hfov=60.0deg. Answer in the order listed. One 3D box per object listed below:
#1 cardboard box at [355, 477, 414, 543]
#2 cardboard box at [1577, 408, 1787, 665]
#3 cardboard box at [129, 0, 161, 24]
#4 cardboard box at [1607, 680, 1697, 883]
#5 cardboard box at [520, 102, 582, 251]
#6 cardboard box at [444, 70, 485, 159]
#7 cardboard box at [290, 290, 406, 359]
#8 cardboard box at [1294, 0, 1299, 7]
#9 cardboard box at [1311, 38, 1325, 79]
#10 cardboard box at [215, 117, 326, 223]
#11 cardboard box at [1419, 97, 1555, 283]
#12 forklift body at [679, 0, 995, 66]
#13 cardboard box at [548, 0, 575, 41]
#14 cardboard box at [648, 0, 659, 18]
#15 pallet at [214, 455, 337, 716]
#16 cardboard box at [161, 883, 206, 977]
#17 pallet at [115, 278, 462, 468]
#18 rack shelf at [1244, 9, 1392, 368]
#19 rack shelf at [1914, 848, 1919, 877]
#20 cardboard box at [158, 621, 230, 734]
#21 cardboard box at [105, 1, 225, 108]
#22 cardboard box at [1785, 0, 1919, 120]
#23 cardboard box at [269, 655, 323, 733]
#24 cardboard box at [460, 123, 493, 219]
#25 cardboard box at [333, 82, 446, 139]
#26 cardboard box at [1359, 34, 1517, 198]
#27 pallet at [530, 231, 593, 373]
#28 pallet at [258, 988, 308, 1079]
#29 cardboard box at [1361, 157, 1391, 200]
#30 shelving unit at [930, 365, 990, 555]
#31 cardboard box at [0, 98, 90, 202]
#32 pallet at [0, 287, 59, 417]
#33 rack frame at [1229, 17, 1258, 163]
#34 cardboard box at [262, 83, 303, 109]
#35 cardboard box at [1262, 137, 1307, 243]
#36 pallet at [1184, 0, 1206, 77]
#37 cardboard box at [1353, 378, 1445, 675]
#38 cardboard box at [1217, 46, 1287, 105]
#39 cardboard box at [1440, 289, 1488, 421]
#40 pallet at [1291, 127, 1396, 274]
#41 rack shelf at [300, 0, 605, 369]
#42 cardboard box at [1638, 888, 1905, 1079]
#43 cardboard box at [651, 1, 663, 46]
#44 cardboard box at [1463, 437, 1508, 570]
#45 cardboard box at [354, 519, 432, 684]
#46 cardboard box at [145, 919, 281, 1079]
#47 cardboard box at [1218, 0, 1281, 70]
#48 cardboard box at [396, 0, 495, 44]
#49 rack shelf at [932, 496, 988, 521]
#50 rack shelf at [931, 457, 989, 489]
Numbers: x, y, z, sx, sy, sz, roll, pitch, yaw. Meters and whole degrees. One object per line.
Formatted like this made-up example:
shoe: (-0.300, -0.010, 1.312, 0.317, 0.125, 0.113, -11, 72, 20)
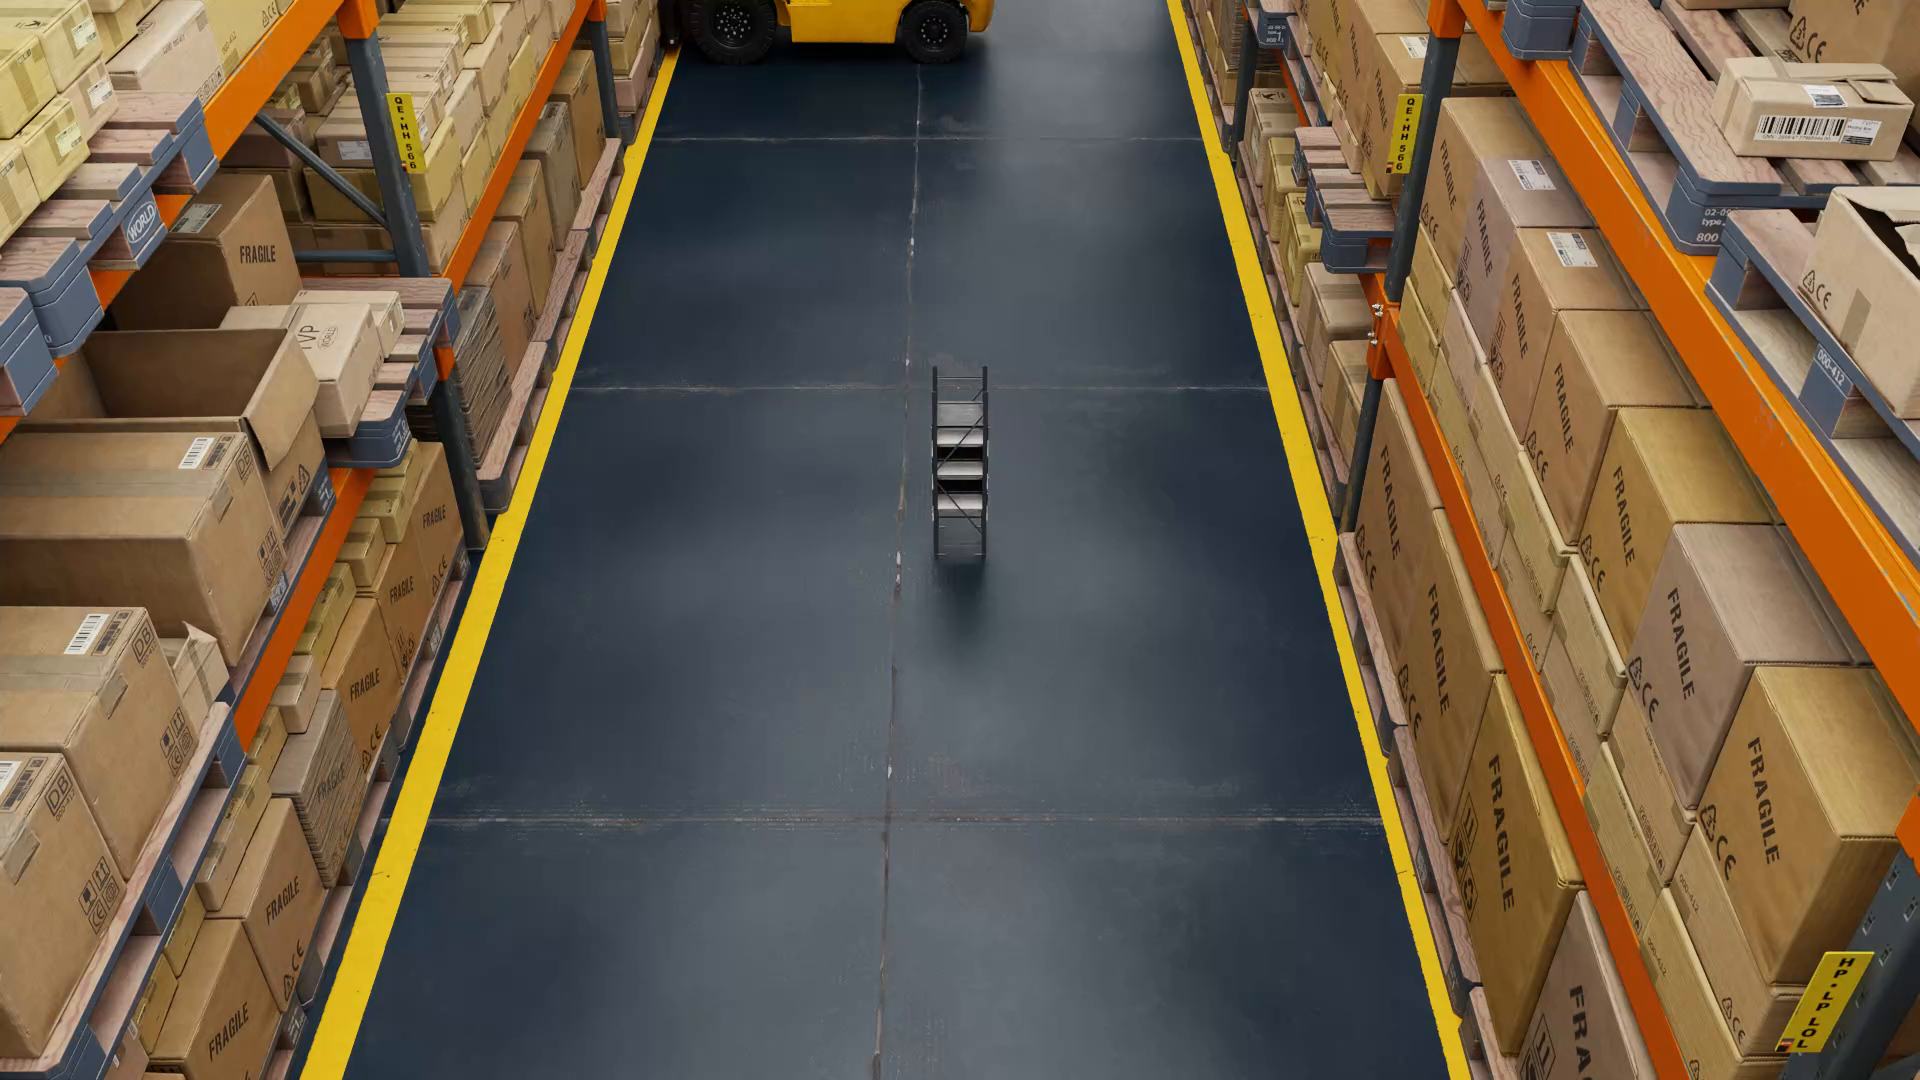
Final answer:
cardboard box: (-2.409, -0.115, 6.639, 0.380, 0.149, 0.250, -2, 39, -2)
cardboard box: (2.033, -0.006, 4.479, 0.500, 0.500, 0.500, 1, 39, 1)
cardboard box: (-2.503, -1.561, 4.701, 0.380, 0.149, 0.250, 0, 39, 0)
cardboard box: (2.022, 0.618, 4.300, 0.500, 0.250, 0.500, 1, 39, 1)
cardboard box: (-2.694, -2.080, 9.510, 0.875, 0.625, 0.625, 0, 39, 0)
cardboard box: (-2.450, -1.880, 7.417, 0.500, 0.250, 0.500, 1, 39, 1)
cardboard box: (-2.310, -0.808, 6.225, 0.380, 0.149, 0.250, 1, 39, 1)
cardboard box: (1.967, -3.063, 8.520, 0.500, 0.500, 0.500, 0, 39, 0)
cardboard box: (1.953, -2.398, 8.209, 0.380, 0.149, 0.250, -1, 39, -1)
cardboard box: (-2.973, -1.570, 7.030, 0.500, 0.250, 0.500, 1, 39, 1)
cardboard box: (2.025, -1.279, 6.068, 0.500, 0.500, 0.500, -1, 39, -2)
forklift body: (-0.877, -4.640, 11.820, 2.313, 2.155, 1.214, 0, 39, 0)
cardboard box: (-2.431, -2.966, 9.172, 0.500, 0.250, 0.500, 0, 39, 0)
cardboard box: (-2.382, -3.872, 11.646, 0.500, 0.250, 0.500, 0, 39, 0)
pallet: (-2.687, 0.138, 5.332, 1.003, 0.211, 1.213, 0, 39, 0)
cardboard box: (-2.527, 1.178, 5.026, 0.380, 0.149, 0.250, -1, 39, -1)
pallet: (-2.623, -0.654, 6.321, 1.213, 0.211, 1.003, 0, 39, 0)
rack shelf: (2.267, -2.128, 8.583, 1.077, 0.370, 4.000, 0, 39, 0)
rack shelf: (2.276, 1.704, 1.402, 1.077, 0.370, 4.000, 0, 39, 0)
cardboard box: (-2.308, 0.368, 4.663, 0.396, 0.266, 0.258, 2, 39, 2)
cardboard box: (-2.449, -1.317, 4.715, 0.500, 0.250, 0.500, 0, 39, 0)
cardboard box: (2.561, -1.430, 4.321, 0.500, 0.500, 0.500, 0, 39, 0)
cardboard box: (-2.467, 0.544, 5.817, 0.380, 0.149, 0.250, -2, 39, -2)
cardboard box: (-2.446, -1.686, 7.575, 0.500, 0.250, 0.500, -1, 39, -1)
cardboard box: (-2.402, -1.811, 7.013, 0.380, 0.149, 0.250, 1, 39, 1)
cardboard box: (1.991, -1.761, 6.896, 0.500, 0.500, 0.500, -1, 39, -1)
pallet: (-2.655, -1.340, 9.254, 1.003, 0.211, 1.213, 0, 39, 0)
pallet: (-2.728, 1.928, 5.175, 1.003, 0.211, 1.213, 0, 39, 0)
cardboard box: (1.961, -1.597, 7.209, 0.380, 0.149, 0.250, 1, 39, 1)
shelving unit: (0.000, -0.346, 7.462, 0.258, 0.900, 0.210, 0, 39, 0)
cardboard box: (-2.287, -0.911, 3.875, 0.380, 0.149, 0.250, 1, 39, 1)
pallet: (-2.620, -0.156, 3.298, 1.213, 0.211, 1.003, 0, 39, 0)
rack frame: (2.265, -3.660, 9.918, 1.000, 3.000, 0.127, 0, 39, 0)
cardboard box: (-3.009, -1.812, 7.013, 0.380, 0.149, 0.250, 1, 39, 1)
cardboard box: (2.272, -2.021, 9.638, 0.950, 0.372, 0.625, 2, 39, 3)
pallet: (2.224, -3.757, 12.269, 1.003, 0.211, 1.213, 0, 39, 0)
cardboard box: (2.187, -0.061, 6.791, 0.875, 0.875, 0.875, 0, 39, 0)
cardboard box: (1.995, -3.120, 11.108, 0.500, 0.250, 0.500, 2, 39, 2)
cardboard box: (2.023, -0.655, 5.889, 0.500, 0.250, 0.500, 1, 39, 1)
pallet: (2.162, -1.529, 7.413, 1.213, 0.211, 1.003, 0, 39, 0)
rack shelf: (-2.697, -2.123, 8.575, 1.077, 0.370, 4.000, 0, 39, 0)
cardboard box: (2.021, 1.121, 4.072, 0.500, 0.250, 0.500, -1, 39, -1)
cardboard box: (-2.401, -3.686, 11.814, 0.500, 0.250, 0.500, 1, 39, 1)
cardboard box: (2.031, -0.145, 5.652, 0.500, 0.250, 0.500, 1, 39, 1)
cardboard box: (-2.489, 0.236, 6.720, 0.500, 0.500, 0.500, -1, 39, -1)
cardboard box: (-2.476, 1.525, 5.112, 0.500, 0.500, 0.500, -1, 39, -1)
cardboard box: (1.996, -3.413, 10.874, 0.500, 0.500, 0.500, -1, 39, -1)
cardboard box: (-2.412, -2.451, 7.812, 0.380, 0.149, 0.250, 1, 39, 1)
rack shelf: (0.000, -0.180, 7.596, 0.258, 0.077, 0.200, 0, 39, 0)
rack shelf: (0.000, -0.320, 7.483, 0.258, 0.077, 0.200, 0, 39, 0)
